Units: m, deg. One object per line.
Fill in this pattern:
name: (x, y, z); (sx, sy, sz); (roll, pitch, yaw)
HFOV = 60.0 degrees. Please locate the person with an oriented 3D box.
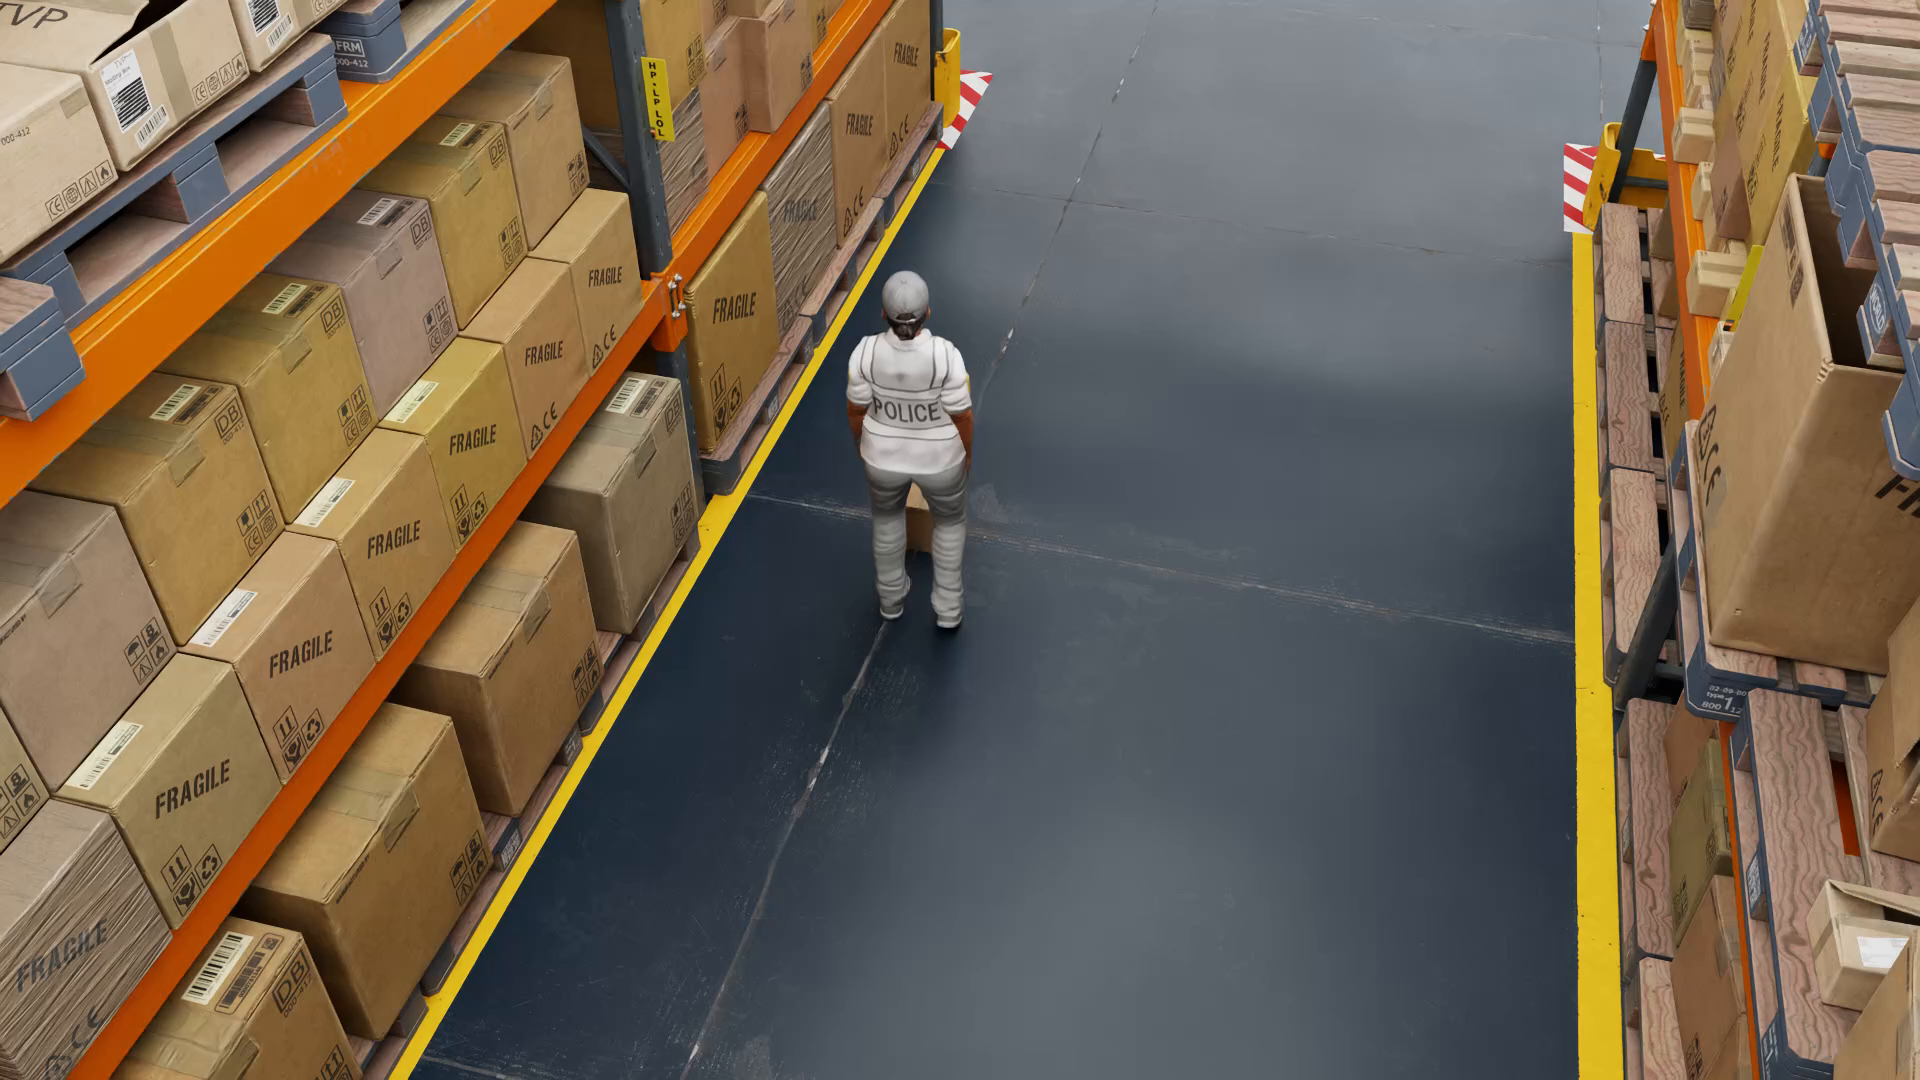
person: (-0.190, -0.321, 6.590); (0.495, 1.726, 0.386); (4, 41, 4)
